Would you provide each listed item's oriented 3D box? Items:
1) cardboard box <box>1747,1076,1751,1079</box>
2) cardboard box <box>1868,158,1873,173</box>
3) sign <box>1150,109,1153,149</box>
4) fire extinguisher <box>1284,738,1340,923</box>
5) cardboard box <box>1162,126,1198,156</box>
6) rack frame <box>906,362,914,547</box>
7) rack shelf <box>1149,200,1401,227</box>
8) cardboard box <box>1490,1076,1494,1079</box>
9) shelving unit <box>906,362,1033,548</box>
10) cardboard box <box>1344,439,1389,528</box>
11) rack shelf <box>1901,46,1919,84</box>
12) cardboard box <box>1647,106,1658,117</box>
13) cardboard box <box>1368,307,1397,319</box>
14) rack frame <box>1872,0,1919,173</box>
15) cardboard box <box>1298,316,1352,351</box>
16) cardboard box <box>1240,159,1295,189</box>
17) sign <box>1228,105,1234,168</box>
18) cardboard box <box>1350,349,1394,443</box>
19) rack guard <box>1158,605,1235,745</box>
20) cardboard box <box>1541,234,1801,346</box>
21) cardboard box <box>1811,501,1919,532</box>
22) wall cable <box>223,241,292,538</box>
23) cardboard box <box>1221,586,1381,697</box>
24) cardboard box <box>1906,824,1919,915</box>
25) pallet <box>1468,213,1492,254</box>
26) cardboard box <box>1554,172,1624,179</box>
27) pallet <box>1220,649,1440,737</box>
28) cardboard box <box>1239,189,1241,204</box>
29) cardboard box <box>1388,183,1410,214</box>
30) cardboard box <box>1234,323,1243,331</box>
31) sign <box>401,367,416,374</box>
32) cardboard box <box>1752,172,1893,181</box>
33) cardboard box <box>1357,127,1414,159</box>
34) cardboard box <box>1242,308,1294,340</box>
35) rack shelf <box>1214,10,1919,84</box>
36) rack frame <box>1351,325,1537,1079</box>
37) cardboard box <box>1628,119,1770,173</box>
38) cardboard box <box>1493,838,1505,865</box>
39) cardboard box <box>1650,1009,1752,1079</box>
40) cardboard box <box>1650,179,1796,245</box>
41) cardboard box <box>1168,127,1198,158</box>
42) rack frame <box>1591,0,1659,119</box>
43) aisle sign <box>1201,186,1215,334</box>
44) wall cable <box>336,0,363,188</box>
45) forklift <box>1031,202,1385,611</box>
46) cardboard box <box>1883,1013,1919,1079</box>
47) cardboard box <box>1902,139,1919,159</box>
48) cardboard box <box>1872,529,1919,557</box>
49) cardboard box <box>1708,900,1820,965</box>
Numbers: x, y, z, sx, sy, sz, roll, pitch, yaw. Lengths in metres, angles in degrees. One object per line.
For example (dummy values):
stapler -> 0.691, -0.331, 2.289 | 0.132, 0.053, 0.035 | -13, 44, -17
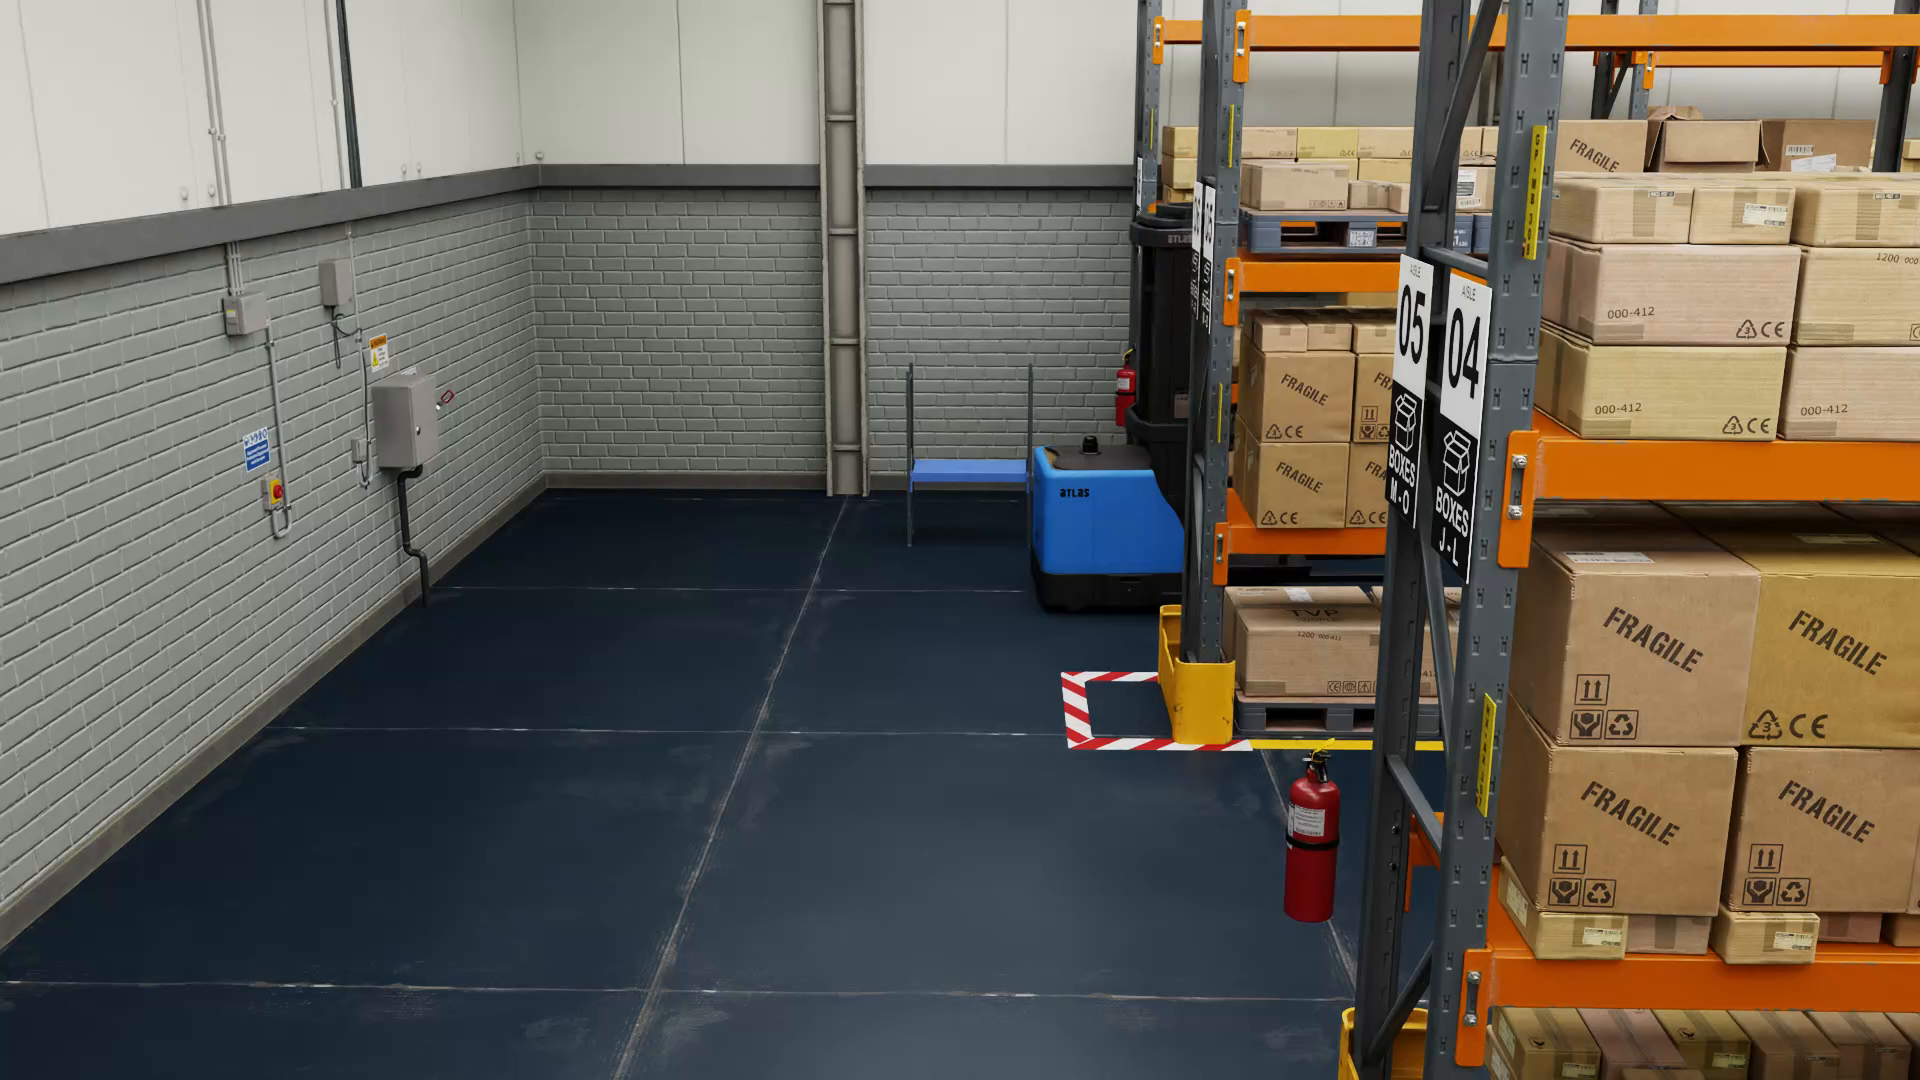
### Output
cardboard box -> 2.768, 1.860, 5.591 | 0.250, 0.149, 0.380 | 0, 15, 1
cardboard box -> 7.420, -3.109, 13.837 | 0.250, 0.149, 0.380 | 1, 15, 3
sign -> 1.582, -3.396, 13.739 | 0.005, 0.325, 0.100 | 0, 15, 1
fire extinguisher -> 1.207, 0.966, 5.683 | 0.183, 0.674, 0.296 | 0, 15, 1
cardboard box -> 2.047, -3.493, 14.552 | 0.500, 0.250, 0.500 | 0, 15, 0
rack frame -> -0.423, -0.728, 14.159 | 0.032, 1.500, 0.500 | 0, 15, 1
rack shelf -> 3.595, -2.751, 14.418 | 4.000, 0.370, 1.077 | 0, 15, 1
cardboard box -> 1.979, 1.993, 5.671 | 0.250, 0.149, 0.380 | 1, 15, 2
shelving unit -> 0.085, -0.725, 14.147 | 1.048, 1.500, 0.538 | 0, 15, 1
cardboard box -> 2.452, -0.372, 9.672 | 0.500, 0.500, 0.500 | 0, 15, 1
rack shelf -> 7.471, -2.716, 9.189 | 4.000, 0.370, 1.077 | 0, 15, 1
cardboard box -> 5.902, -3.575, 14.210 | 0.258, 0.266, 0.396 | 0, 15, 1
cardboard box -> 2.602, -1.302, 9.968 | 0.250, 0.149, 0.380 | 1, 15, 3
rack frame -> 5.472, -3.270, 9.096 | 0.127, 3.000, 1.000 | 0, 15, 1
cardboard box -> 2.084, -1.185, 9.523 | 0.250, 0.149, 0.380 | 1, 15, 3
cardboard box -> 2.541, -3.113, 14.089 | 0.500, 0.250, 0.500 | 1, 15, 2
sign -> 1.453, -2.166, 8.919 | 0.005, 0.325, 0.100 | 0, 15, 1
cardboard box -> 2.462, -0.850, 9.526 | 0.500, 0.500, 0.500 | 0, 15, 0
rack guard -> 1.449, 0.813, 10.279 | 0.348, 0.500, 1.175 | 0, 15, 1
cardboard box -> 1.890, -0.683, 4.483 | 0.500, 0.250, 0.500 | 1, 15, 2
cardboard box -> 2.938, 0.136, 5.207 | 0.500, 0.500, 0.500 | 1, 15, 4
wall cable -> -4.165, -0.933, 9.943 | 0.123, 1.953, 0.585 | 0, 15, 1
cardboard box -> 2.135, 0.619, 10.314 | 0.875, 0.438, 0.875 | 0, 15, 0
cardboard box -> 2.914, 0.752, 4.831 | 0.500, 0.500, 0.500 | 1, 15, 2
pallet -> 3.437, -1.794, 9.553 | 1.213, 0.211, 1.003 | 0, 15, 1
cardboard box -> 1.787, -1.018, 4.970 | 0.250, 0.149, 0.380 | 0, 15, 1
pallet -> 2.274, 0.938, 10.372 | 1.213, 0.211, 1.003 | 0, 15, 1
cardboard box -> 2.427, -2.928, 14.171 | 0.250, 0.149, 0.380 | 0, 15, 2
cardboard box -> 2.555, -1.910, 9.294 | 0.250, 0.149, 0.380 | 1, 15, 3
cardboard box -> 2.578, -1.794, 14.970 | 0.500, 0.250, 0.500 | 0, 15, 2
sign -> -4.160, -1.043, 12.598 | 0.001, 0.494, 0.329 | 0, 15, 1
cardboard box -> 2.555, -1.016, 4.962 | 0.250, 0.149, 0.380 | 1, 15, 2
cardboard box -> 3.553, -3.349, 14.006 | 0.500, 0.250, 0.500 | 1, 15, 3
cardboard box -> 1.837, -1.290, 9.922 | 0.250, 0.149, 0.380 | 1, 15, 2
rack shelf -> 3.472, -2.742, 9.288 | 4.000, 0.370, 1.077 | 0, 15, 1
rack frame -> 1.447, 0.867, 5.173 | 0.127, 3.000, 1.000 | 0, 15, 1
cardboard box -> 4.123, -2.122, 9.401 | 0.637, 0.503, 0.797 | 2, 15, 6
cardboard box -> 1.781, 0.919, 5.470 | 0.250, 0.149, 0.380 | 0, 15, 1
cardboard box -> 2.495, 1.679, 5.694 | 0.250, 0.149, 0.380 | 0, 15, 0
cardboard box -> 2.020, -0.879, 4.443 | 0.250, 0.149, 0.380 | 1, 15, 4
cardboard box -> 2.033, -3.358, 14.039 | 0.500, 0.250, 0.500 | 0, 15, 1
rack frame -> 5.595, -4.536, 13.894 | 0.127, 3.000, 1.000 | 0, 15, 1
aisle sign -> 1.393, -1.579, 9.350 | 0.004, 0.787, 0.394 | 0, 15, 1
wall cable -> -4.090, -4.182, 12.477 | 0.133, 3.039, 2.988 | 0, 15, 1
forklift -> 2.092, -1.013, 12.433 | 3.031, 2.935, 1.130 | -1, 15, -2
cardboard box -> 3.283, 1.715, 5.559 | 0.250, 0.149, 0.380 | 0, 15, 0
cardboard box -> 7.945, -3.259, 13.863 | 0.250, 0.149, 0.380 | 0, 15, 2
cardboard box -> 2.913, 0.273, 4.686 | 0.500, 0.500, 0.500 | 0, 15, 0
cardboard box -> 2.286, 1.081, 4.855 | 0.250, 0.149, 0.380 | 0, 15, 0
